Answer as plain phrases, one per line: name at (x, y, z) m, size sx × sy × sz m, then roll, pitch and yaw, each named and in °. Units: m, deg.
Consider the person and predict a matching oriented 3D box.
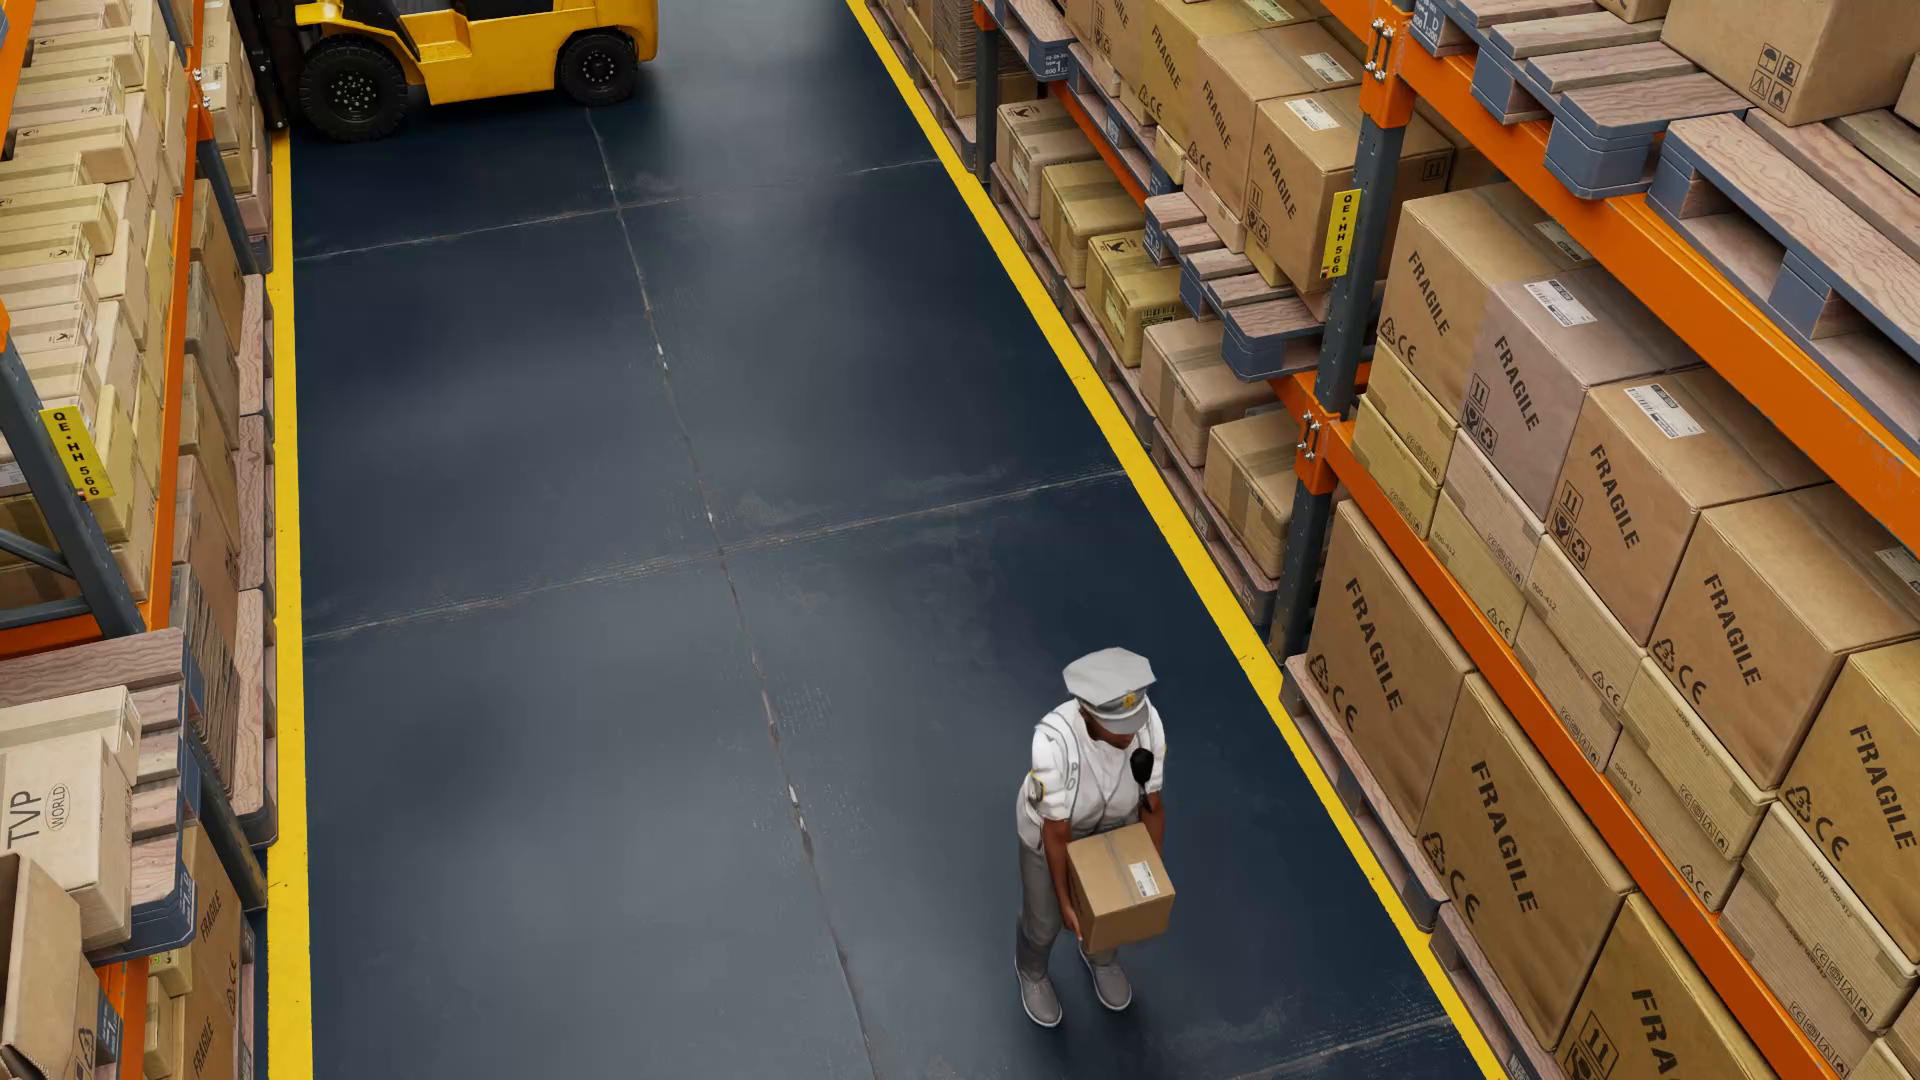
person at (0.409, 0.959, 5.121) m, size 0.416 × 1.663 × 0.544 m, roll -13°, pitch 44°, yaw -13°
